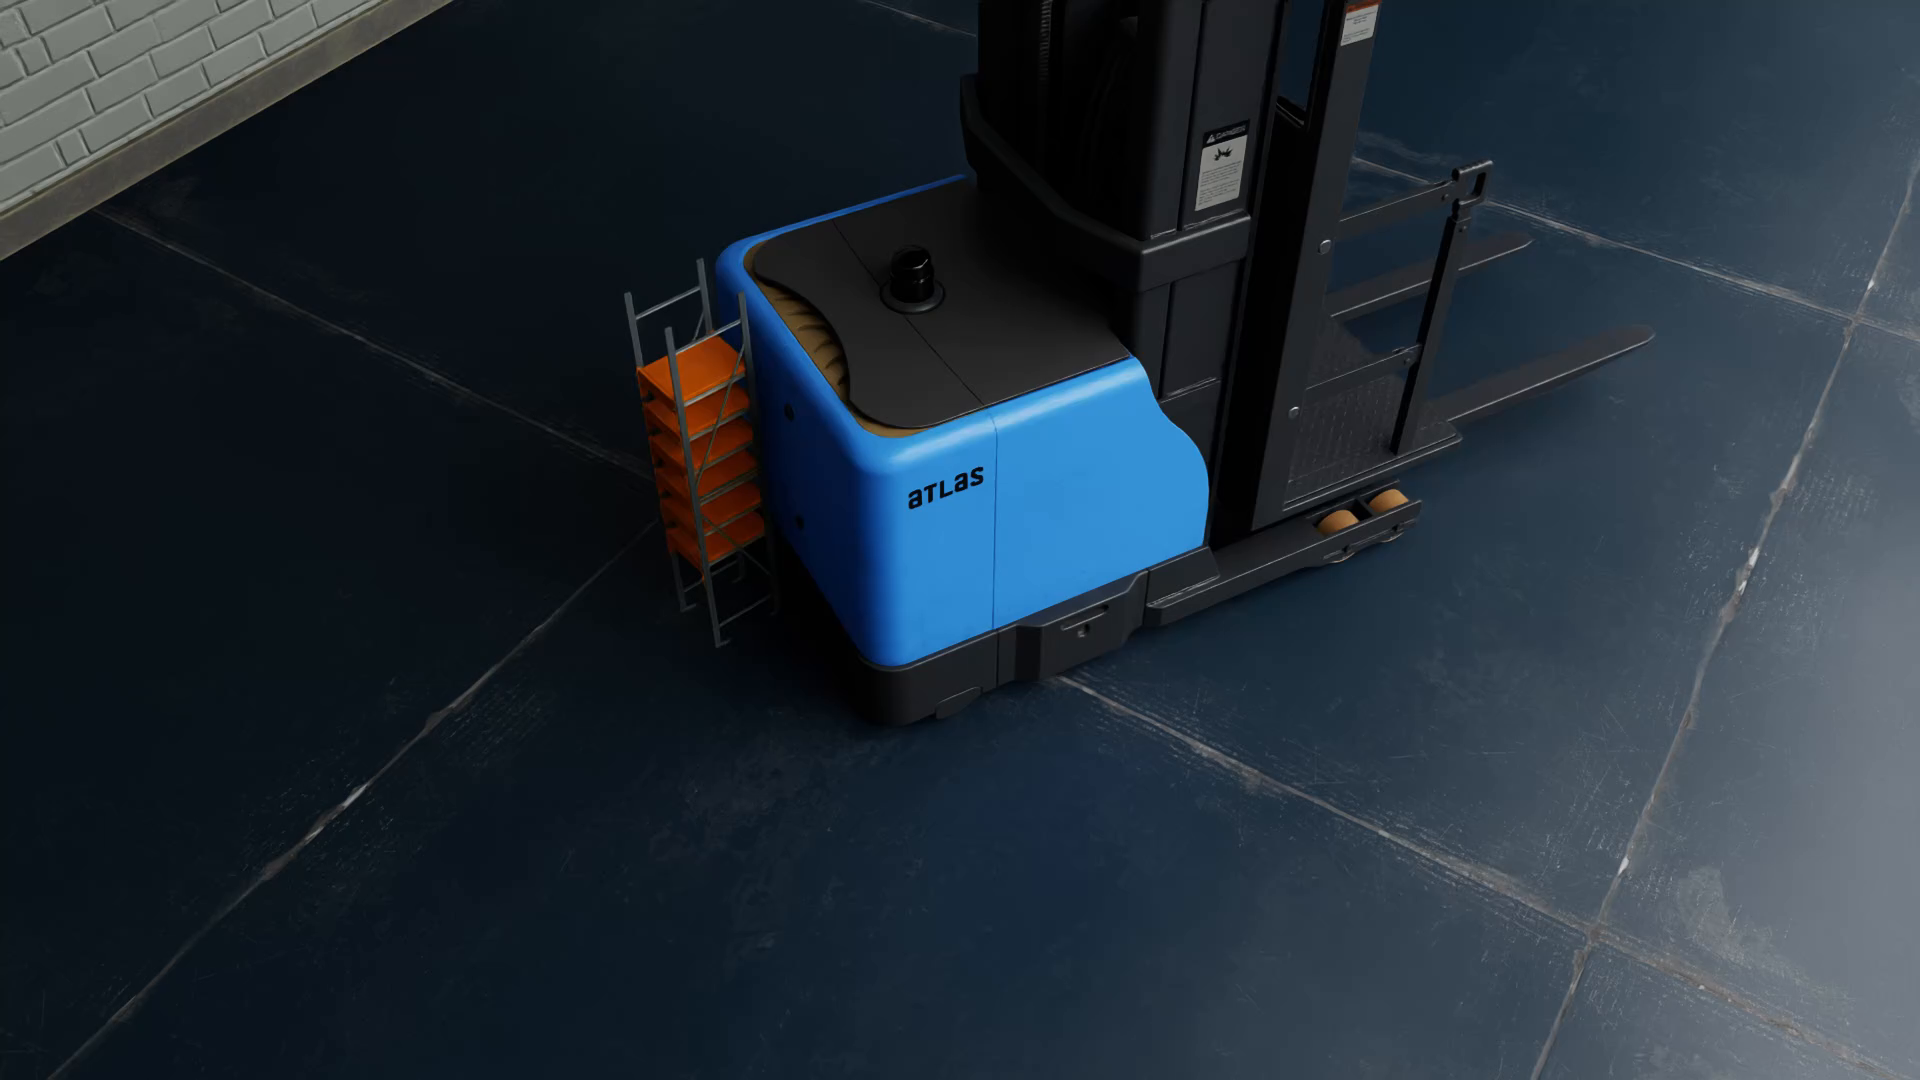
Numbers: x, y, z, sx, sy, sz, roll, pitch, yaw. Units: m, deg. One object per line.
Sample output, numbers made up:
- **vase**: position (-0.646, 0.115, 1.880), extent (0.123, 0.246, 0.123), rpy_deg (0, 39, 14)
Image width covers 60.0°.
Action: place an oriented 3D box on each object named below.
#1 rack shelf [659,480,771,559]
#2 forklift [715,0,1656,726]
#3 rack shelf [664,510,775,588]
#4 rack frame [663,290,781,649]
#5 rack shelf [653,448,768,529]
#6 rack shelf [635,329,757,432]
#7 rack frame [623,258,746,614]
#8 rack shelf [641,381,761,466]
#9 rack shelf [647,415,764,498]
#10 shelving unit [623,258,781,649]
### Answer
- **rack shelf**: position (-0.694, -0.088, 4.728), extent (0.258, 0.103, 0.180), rpy_deg (-32, 54, -27)
- **forklift**: position (0.861, -1.266, 4.436), extent (3.031, 2.935, 1.130), rpy_deg (-21, 49, -19)
- **rack shelf**: position (-0.694, -0.004, 4.814), extent (0.258, 0.103, 0.180), rpy_deg (-32, 54, -27)
- **rack frame**: position (-0.635, -0.153, 4.562), extent (0.240, 1.200, 0.006), rpy_deg (-32, 54, -27)
- **rack shelf**: position (-0.694, -0.172, 4.642), extent (0.258, 0.103, 0.180), rpy_deg (-32, 54, -27)
- **rack shelf**: position (-0.694, -0.423, 4.384), extent (0.258, 0.103, 0.180), rpy_deg (-32, 54, -27)
- **rack frame**: position (-0.754, -0.252, 4.659), extent (0.240, 1.200, 0.006), rpy_deg (-32, 54, -27)
- **rack shelf**: position (-0.694, -0.339, 4.470), extent (0.258, 0.103, 0.180), rpy_deg (-32, 54, -27)
- **rack shelf**: position (-0.694, -0.255, 4.556), extent (0.258, 0.103, 0.180), rpy_deg (-32, 54, -27)
- **shelving unit**: position (-0.694, -0.203, 4.610), extent (0.258, 1.200, 0.189), rpy_deg (-32, 54, -27)
